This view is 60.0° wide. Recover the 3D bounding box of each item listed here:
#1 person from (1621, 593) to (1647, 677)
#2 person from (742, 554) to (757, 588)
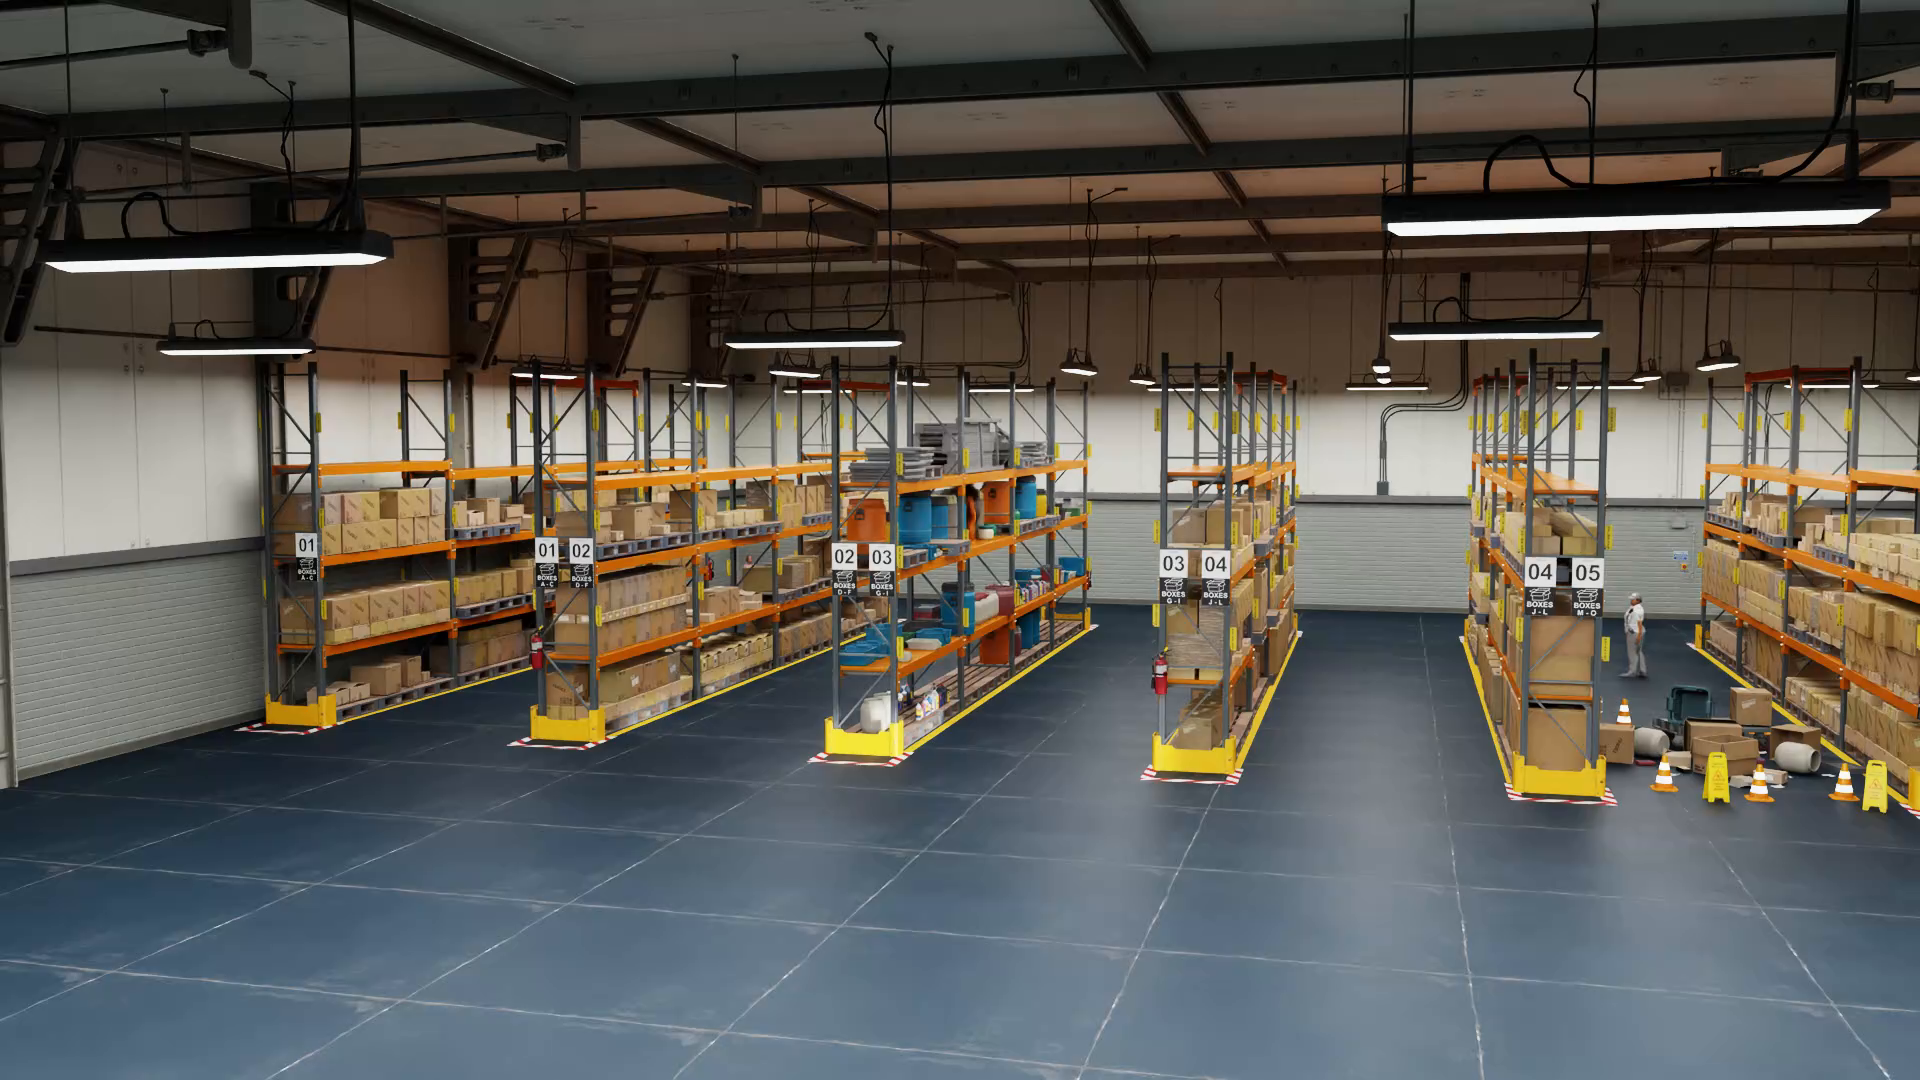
[{"bbox_3d":[13.339,1.872,32.847,0.445,1.667,0.508,2,5,32],"label":"person"},{"bbox_3d":[-5.394,1.170,43.045,0.468,1.604,0.488,-2,4,-22],"label":"person"}]
